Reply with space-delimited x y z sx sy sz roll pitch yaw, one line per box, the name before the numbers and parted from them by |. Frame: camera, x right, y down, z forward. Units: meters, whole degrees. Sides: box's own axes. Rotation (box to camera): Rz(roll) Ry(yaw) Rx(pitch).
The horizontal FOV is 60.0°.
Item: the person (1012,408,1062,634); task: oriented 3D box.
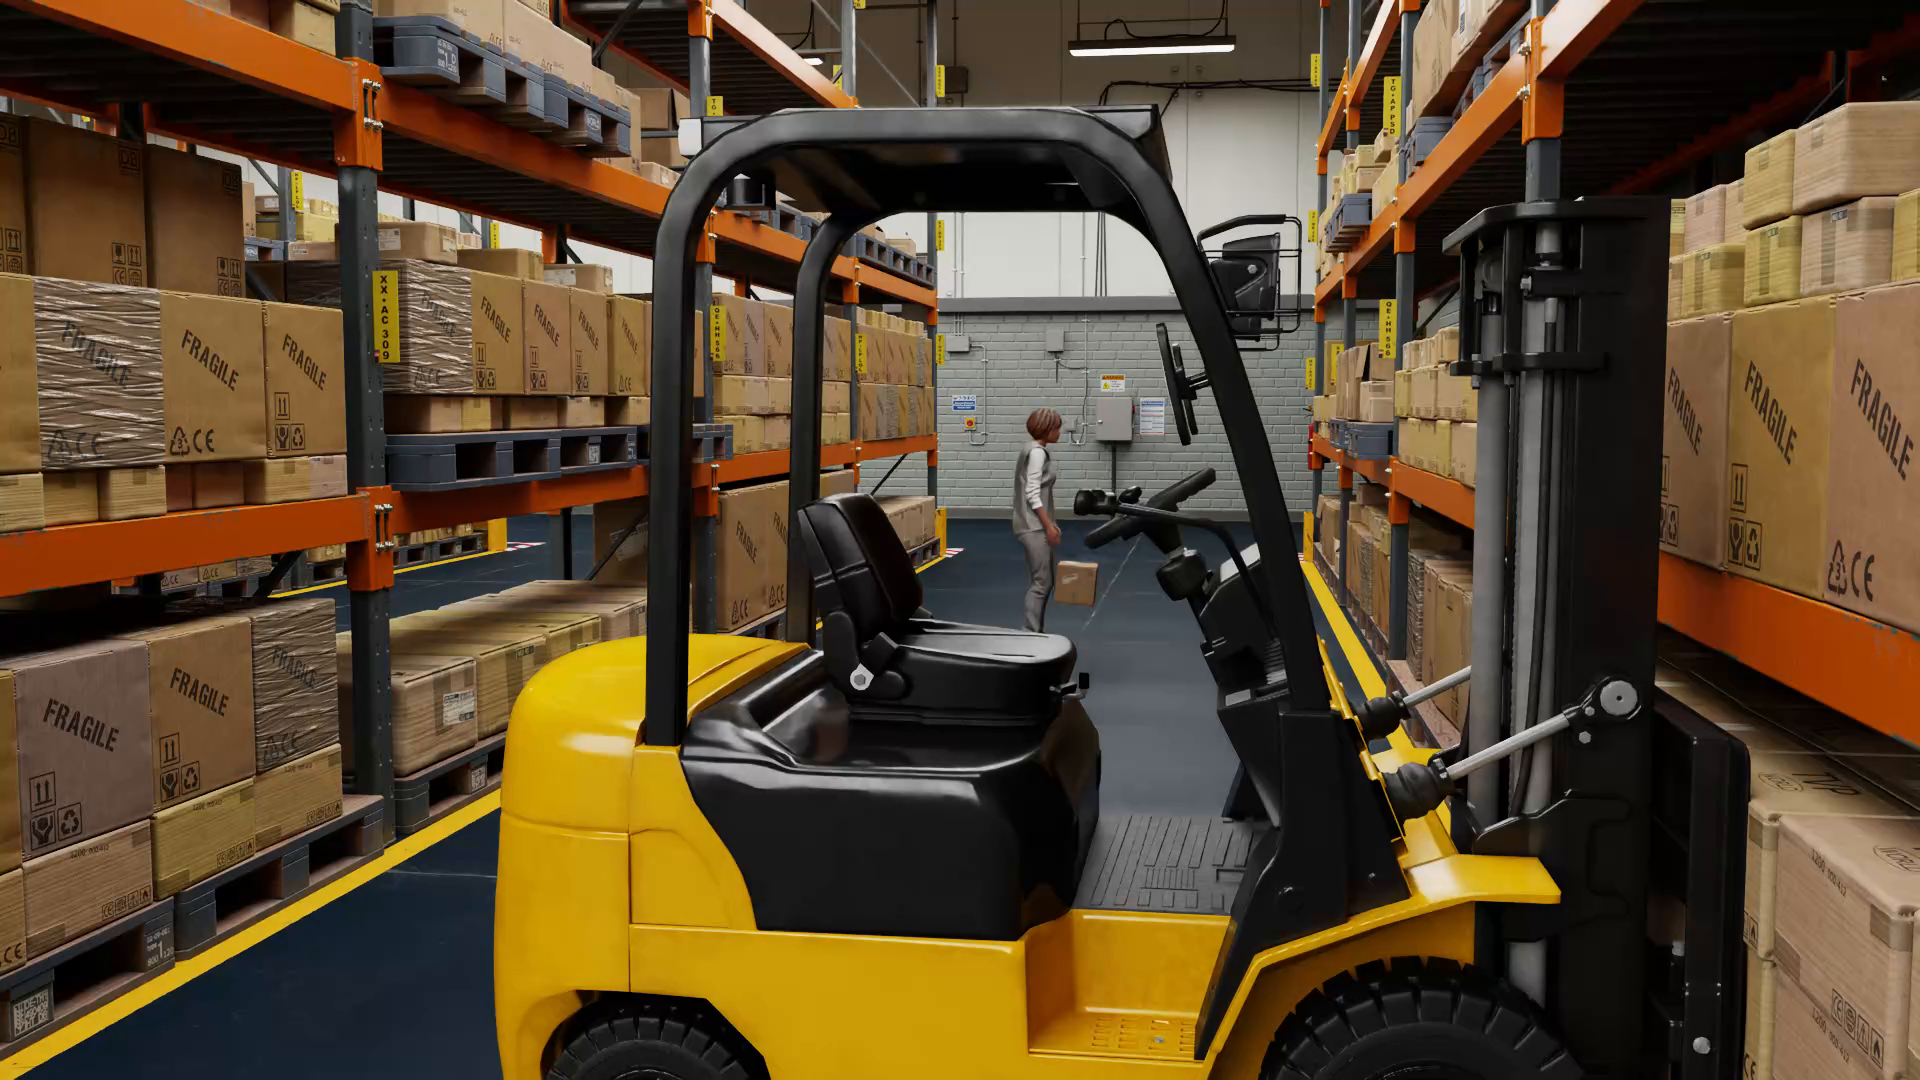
person | 0.510 -0.054 10.756 0.341 1.598 0.452 1 5 7
